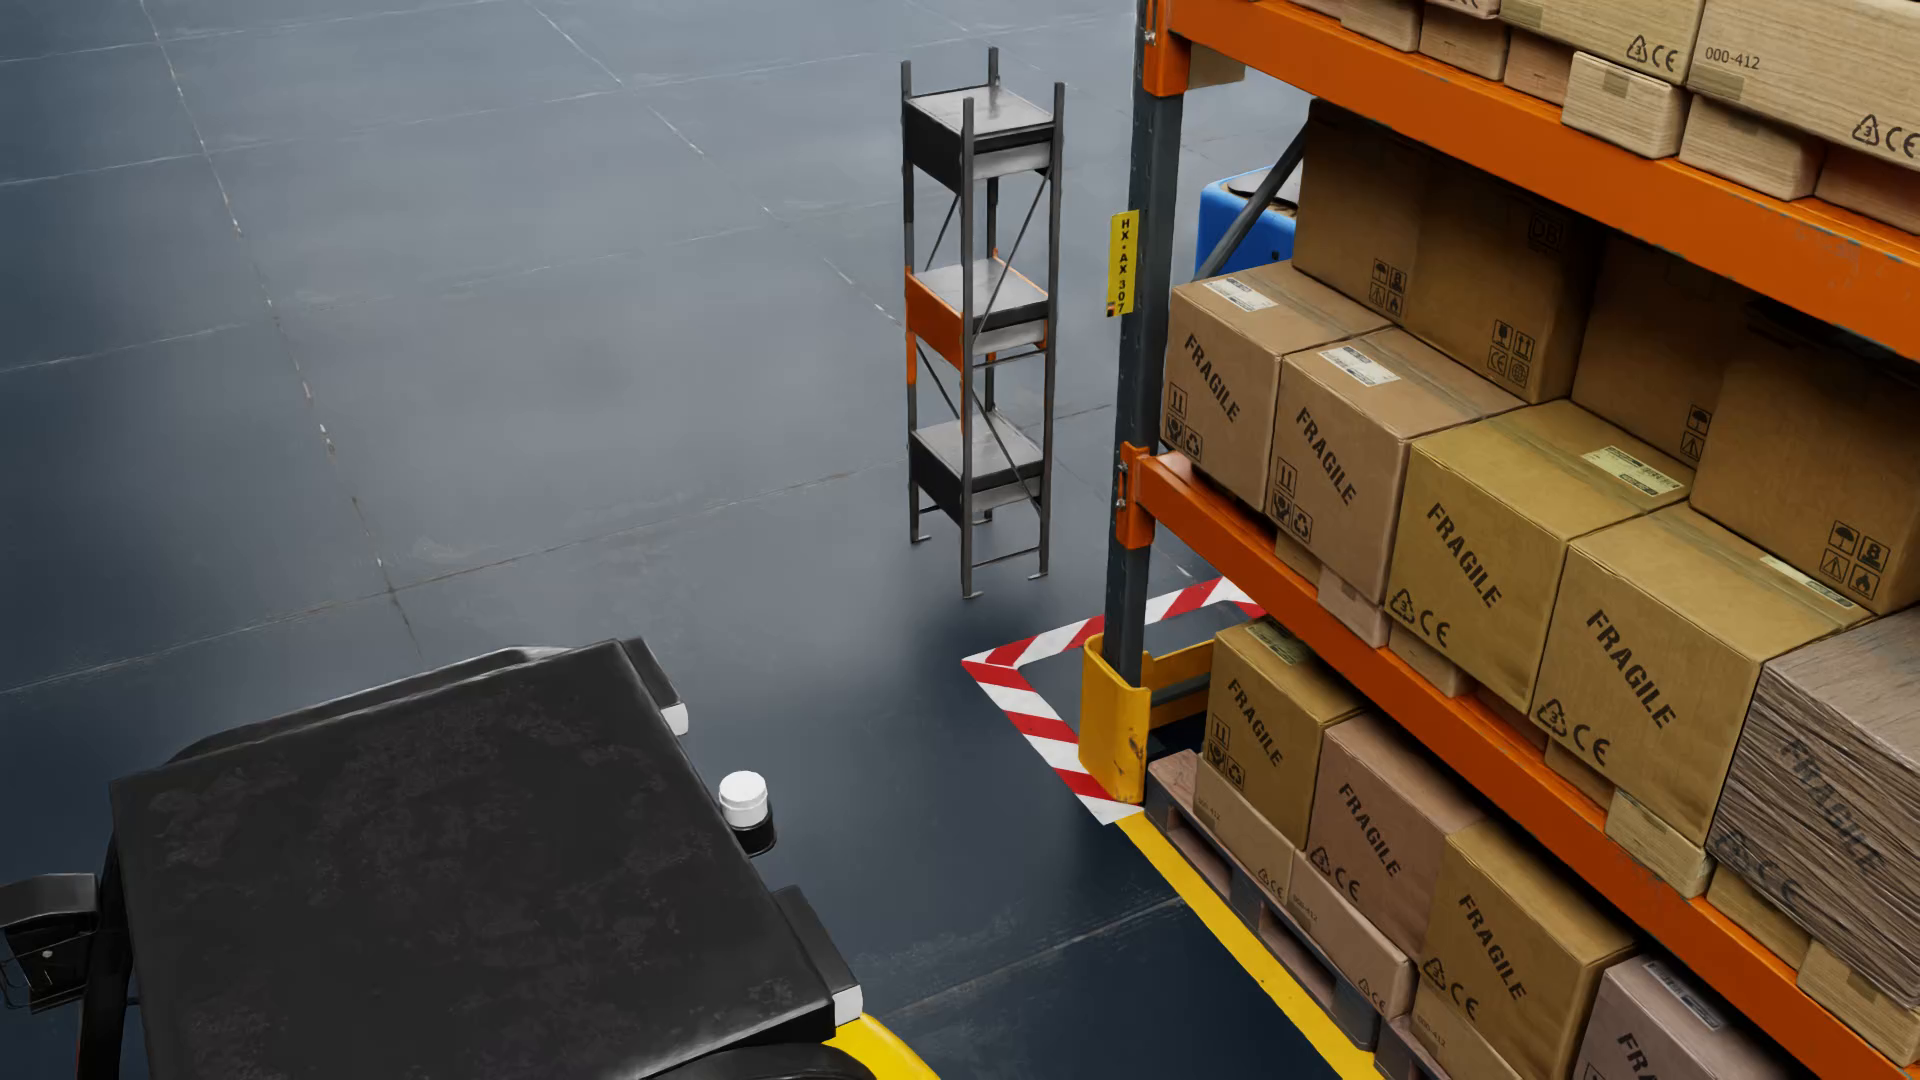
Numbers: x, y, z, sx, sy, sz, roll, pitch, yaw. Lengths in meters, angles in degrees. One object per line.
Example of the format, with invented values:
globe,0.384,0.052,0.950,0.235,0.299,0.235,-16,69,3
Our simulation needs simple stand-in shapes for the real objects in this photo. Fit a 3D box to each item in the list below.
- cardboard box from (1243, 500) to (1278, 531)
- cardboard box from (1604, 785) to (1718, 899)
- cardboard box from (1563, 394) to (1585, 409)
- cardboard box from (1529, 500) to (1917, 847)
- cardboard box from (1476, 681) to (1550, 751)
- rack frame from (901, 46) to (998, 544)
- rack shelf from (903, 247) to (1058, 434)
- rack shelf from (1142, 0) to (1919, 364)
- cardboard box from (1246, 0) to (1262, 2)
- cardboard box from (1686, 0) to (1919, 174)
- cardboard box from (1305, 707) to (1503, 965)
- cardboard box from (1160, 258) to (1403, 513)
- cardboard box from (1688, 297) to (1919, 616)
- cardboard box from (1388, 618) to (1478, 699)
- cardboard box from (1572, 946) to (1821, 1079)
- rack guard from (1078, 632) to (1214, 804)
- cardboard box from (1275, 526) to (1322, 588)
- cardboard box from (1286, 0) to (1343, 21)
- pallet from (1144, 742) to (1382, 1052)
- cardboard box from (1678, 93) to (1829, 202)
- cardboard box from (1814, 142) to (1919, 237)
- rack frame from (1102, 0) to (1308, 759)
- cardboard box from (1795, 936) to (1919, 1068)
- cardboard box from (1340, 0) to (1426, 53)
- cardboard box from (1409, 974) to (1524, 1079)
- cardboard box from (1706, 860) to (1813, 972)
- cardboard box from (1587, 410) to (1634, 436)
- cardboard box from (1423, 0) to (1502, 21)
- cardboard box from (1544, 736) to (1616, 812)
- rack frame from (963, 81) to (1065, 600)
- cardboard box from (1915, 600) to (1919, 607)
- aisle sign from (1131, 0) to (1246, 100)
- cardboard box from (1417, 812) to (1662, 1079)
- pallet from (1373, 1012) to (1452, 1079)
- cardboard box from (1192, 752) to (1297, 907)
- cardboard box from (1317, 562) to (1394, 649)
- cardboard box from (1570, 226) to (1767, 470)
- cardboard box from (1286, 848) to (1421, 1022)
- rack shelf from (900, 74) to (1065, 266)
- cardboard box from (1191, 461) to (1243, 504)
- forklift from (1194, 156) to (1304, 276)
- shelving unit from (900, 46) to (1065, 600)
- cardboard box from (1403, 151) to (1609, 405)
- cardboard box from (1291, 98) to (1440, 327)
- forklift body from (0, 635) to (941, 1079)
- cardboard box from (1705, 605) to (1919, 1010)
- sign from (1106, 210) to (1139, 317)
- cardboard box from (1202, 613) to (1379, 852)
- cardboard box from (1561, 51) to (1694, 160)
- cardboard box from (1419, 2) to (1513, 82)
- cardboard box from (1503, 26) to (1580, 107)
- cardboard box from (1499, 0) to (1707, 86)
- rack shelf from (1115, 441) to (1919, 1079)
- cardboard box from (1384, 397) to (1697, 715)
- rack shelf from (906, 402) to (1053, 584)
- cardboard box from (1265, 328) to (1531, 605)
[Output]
cardboard box,1.072,-0.156,4.946,0.380,0.149,0.250,-15,36,-22
cardboard box,1.691,0.618,3.738,0.380,0.149,0.250,-16,36,-23
cardboard box,1.693,-0.330,4.617,0.500,0.500,0.500,-16,36,-23
cardboard box,1.669,0.265,3.687,0.500,0.500,0.500,-17,36,-24
cardboard box,1.528,0.350,4.156,0.380,0.149,0.250,-15,35,-22
rack frame,-0.037,-0.922,6.742,0.400,2.100,0.015,-16,36,-23
rack shelf,0.077,-0.794,6.568,0.431,0.518,0.480,-16,36,-23
rack shelf,1.899,-0.599,3.290,1.077,0.370,4.000,-16,36,-23
cardboard box,0.834,-1.510,4.279,0.380,0.149,0.250,-16,36,-23
cardboard box,1.676,-0.879,2.923,0.500,0.250,0.500,-15,36,-22
cardboard box,1.357,0.786,4.706,0.500,0.500,0.500,-17,36,-25
cardboard box,0.942,-0.464,4.826,0.500,0.500,0.500,-16,36,-24
cardboard box,2.066,-0.258,3.577,0.700,0.500,0.500,-16,36,-23
cardboard box,1.352,0.239,4.330,0.380,0.149,0.250,-15,36,-22
cardboard box,1.841,1.281,3.935,0.500,0.500,0.500,-14,35,-21
rack guard,1.002,0.496,6.012,1.175,0.500,0.348,-16,36,-23
cardboard box,1.124,-0.009,4.716,0.380,0.149,0.250,-17,36,-25
cardboard box,1.036,-1.407,4.118,0.380,0.149,0.250,-17,36,-25
pallet,1.350,1.014,5.471,1.003,0.211,1.213,-16,36,-23
cardboard box,1.599,-0.779,3.137,0.380,0.149,0.250,-17,36,-24
cardboard box,1.778,-0.677,2.978,0.380,0.149,0.250,-16,36,-24
rack frame,0.967,-0.593,5.395,1.000,3.000,0.127,-16,36,-23
cardboard box,1.935,0.861,3.358,0.380,0.149,0.250,-16,36,-24
cardboard box,1.129,-1.272,3.908,0.380,0.149,0.250,-15,36,-22
cardboard box,1.595,1.345,4.529,0.500,0.250,0.500,-13,35,-20
cardboard box,1.843,0.731,3.561,0.380,0.149,0.250,-17,36,-24
cardboard box,1.923,-0.091,4.243,0.500,0.500,0.500,-16,36,-23
cardboard box,1.192,-1.368,3.688,0.500,0.250,0.500,-16,36,-24
cardboard box,1.625,0.483,3.948,0.380,0.149,0.250,-17,36,-24
rack frame,0.191,-0.689,6.379,0.400,2.100,0.015,-16,36,-23
cardboard box,2.143,0.156,3.858,0.500,0.500,0.500,-15,36,-23
aisle sign,0.663,-1.639,4.618,0.394,0.787,0.004,-16,36,-23
cardboard box,1.584,1.028,4.329,0.500,0.500,0.500,-15,36,-22
pallet,1.914,1.596,4.564,1.003,0.211,1.213,-16,36,-23
cardboard box,1.098,0.843,5.314,0.500,0.250,0.500,-16,36,-23
cardboard box,1.202,0.124,4.509,0.380,0.149,0.250,-15,36,-22
cardboard box,1.956,-0.531,4.004,0.700,0.500,0.500,-16,36,-24
cardboard box,1.329,1.088,4.931,0.500,0.250,0.500,-15,35,-21
rack shelf,0.077,-1.383,6.190,0.431,0.518,0.480,-16,36,-23
cardboard box,0.942,-0.273,5.128,0.380,0.149,0.250,-16,36,-23
forklift,2.617,-2.281,8.094,3.031,2.935,1.130,-22,39,-30
shelving unit,0.077,-0.805,6.560,0.431,2.100,0.503,-16,36,-23
cardboard box,1.627,-0.749,4.343,0.700,0.500,0.500,-16,36,-23
cardboard box,1.398,-0.992,4.723,0.700,0.500,0.500,-17,36,-24
forklift body,-0.925,1.461,2.976,2.313,2.155,1.214,-16,36,-23
cardboard box,1.912,0.509,3.307,0.500,0.500,0.500,-15,36,-22
sign,0.487,-0.821,4.948,0.100,0.325,0.005,-16,36,-23
cardboard box,1.110,0.538,5.094,0.500,0.500,0.500,-17,36,-25
cardboard box,1.440,-0.894,3.318,0.380,0.149,0.250,-15,36,-23
cardboard box,1.266,-1.160,3.733,0.380,0.149,0.250,-16,36,-23
cardboard box,1.393,-1.035,3.537,0.380,0.149,0.250,-17,36,-25
cardboard box,1.454,-1.128,3.312,0.500,0.250,0.500,-15,35,-22
rack shelf,1.899,0.665,4.099,1.077,0.370,4.000,-16,36,-23
cardboard box,1.425,0.025,4.062,0.500,0.500,0.500,-17,36,-24
rack shelf,0.077,-0.204,6.945,0.431,0.518,0.480,-16,36,-23
cardboard box,1.186,-0.218,4.441,0.500,0.500,0.500,-15,35,-22
